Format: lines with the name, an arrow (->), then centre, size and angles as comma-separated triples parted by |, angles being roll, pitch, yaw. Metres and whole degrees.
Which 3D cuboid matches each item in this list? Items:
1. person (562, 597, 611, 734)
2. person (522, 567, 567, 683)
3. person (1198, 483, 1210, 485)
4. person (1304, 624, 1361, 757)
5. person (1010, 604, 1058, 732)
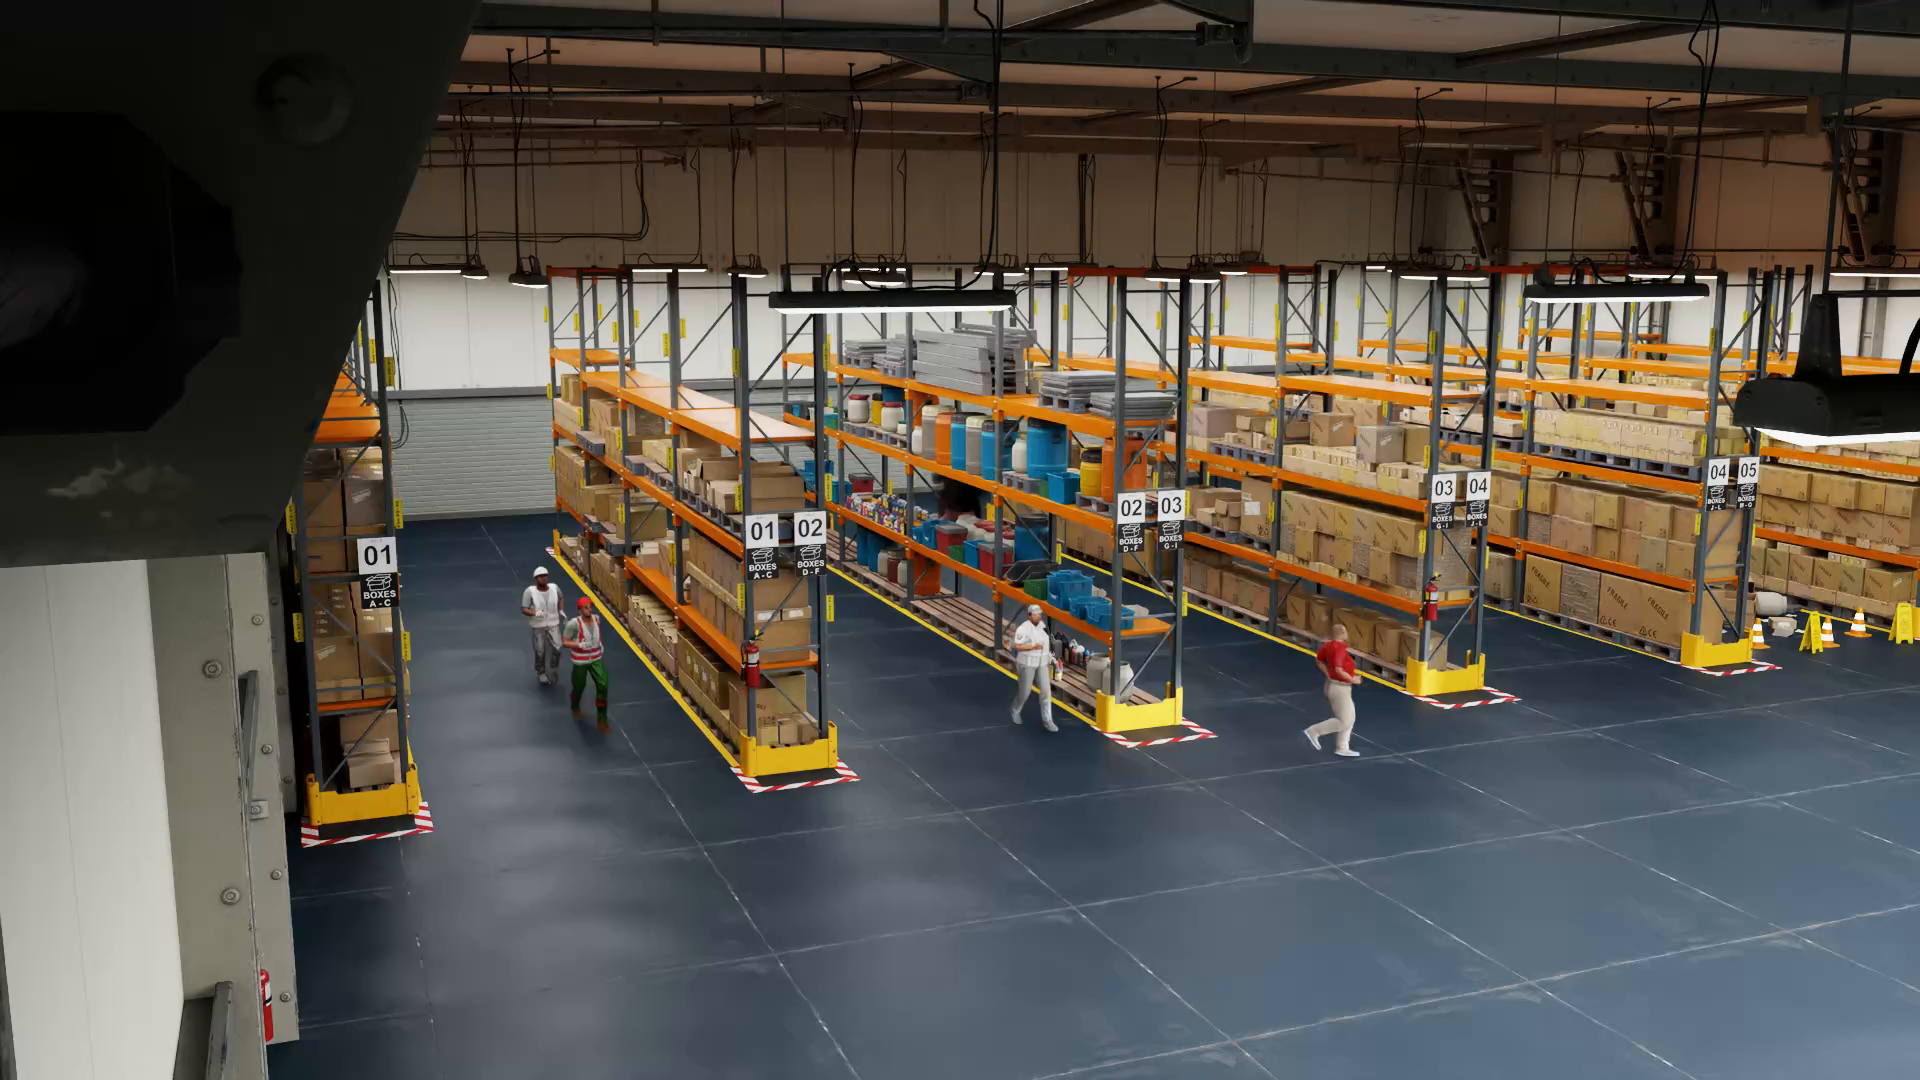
person -> -5.021, 1.644, 22.162 | 0.624, 1.839, 0.926 | -7, 12, -34
person -> -6.043, 1.259, 24.279 | 0.662, 1.748, 0.659 | -5, 11, -26
person -> 4.905, -0.347, 33.787 | 0.695, 1.745, 0.699 | -4, 11, -24
person -> 4.698, 1.908, 20.883 | 0.745, 1.720, 0.656 | -1, 10, -5
person -> 0.995, 1.679, 22.094 | 0.612, 1.667, 0.903 | -6, 12, -31
